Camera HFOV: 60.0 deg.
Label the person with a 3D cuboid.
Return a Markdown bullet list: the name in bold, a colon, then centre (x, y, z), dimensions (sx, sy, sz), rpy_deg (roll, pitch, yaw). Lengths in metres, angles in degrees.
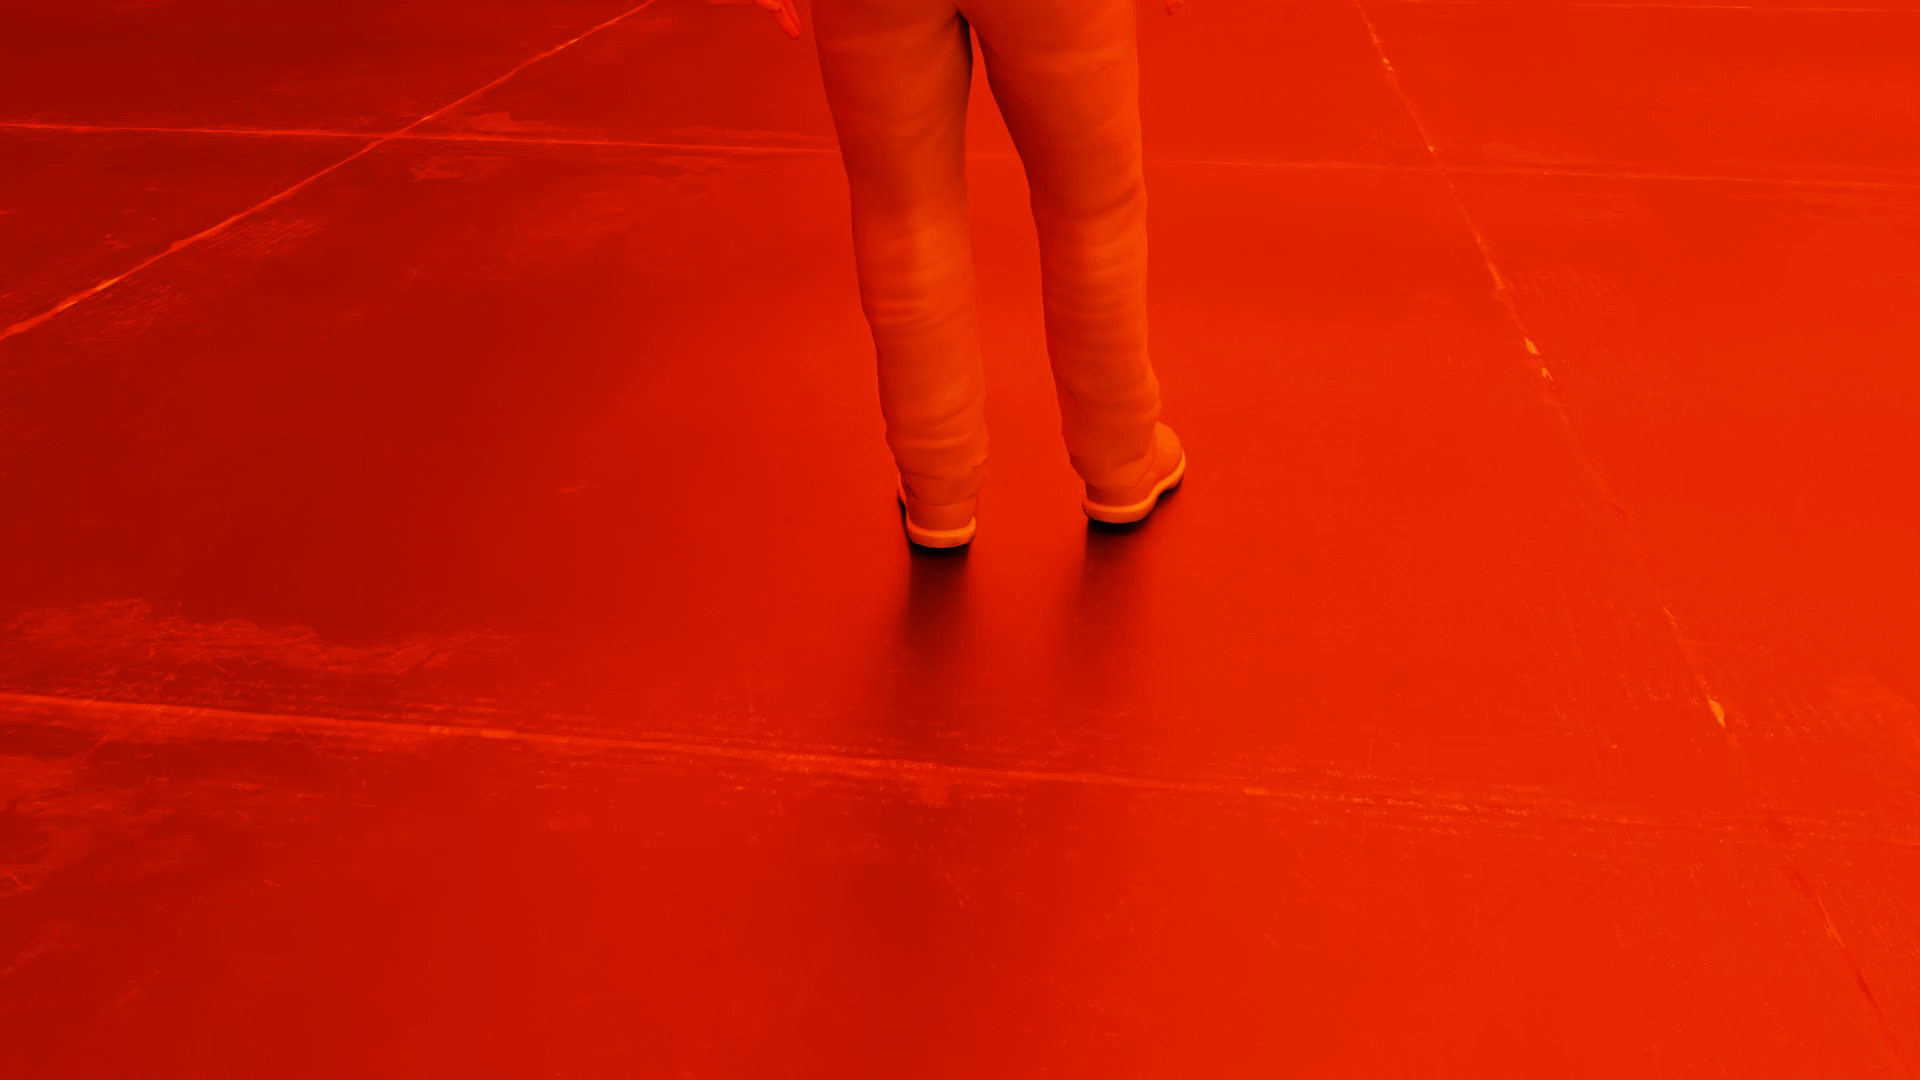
- **person**: centre (0.024, -0.820, 2.189), dimensions (0.641, 1.728, 0.550), rpy_deg (3, 27, 7)
